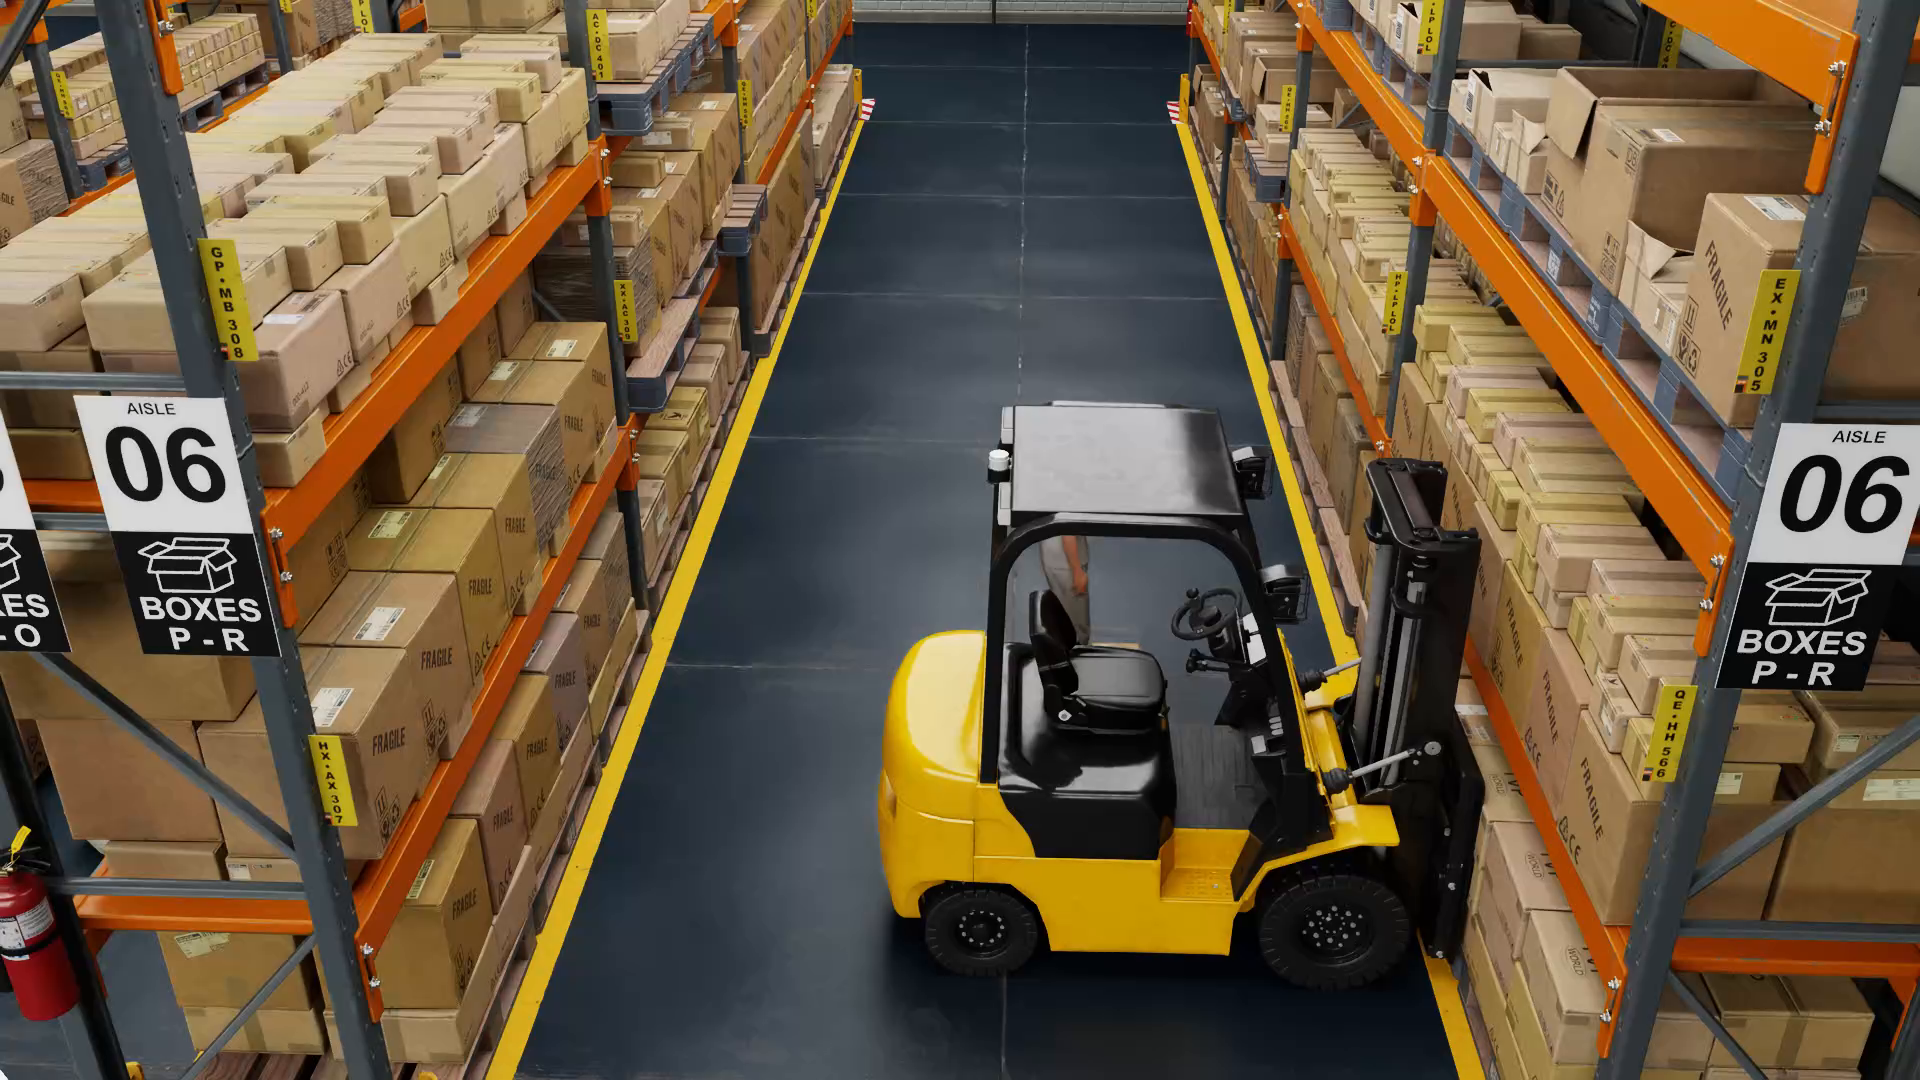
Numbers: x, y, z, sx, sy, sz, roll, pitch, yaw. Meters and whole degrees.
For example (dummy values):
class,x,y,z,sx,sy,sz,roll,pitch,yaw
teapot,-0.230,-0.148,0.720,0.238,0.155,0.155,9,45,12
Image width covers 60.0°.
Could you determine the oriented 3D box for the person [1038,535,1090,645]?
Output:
class,x,y,z,sx,sy,sz,roll,pitch,yaw
person,0.572,0.091,8.454,0.362,1.671,0.498,0,28,0
